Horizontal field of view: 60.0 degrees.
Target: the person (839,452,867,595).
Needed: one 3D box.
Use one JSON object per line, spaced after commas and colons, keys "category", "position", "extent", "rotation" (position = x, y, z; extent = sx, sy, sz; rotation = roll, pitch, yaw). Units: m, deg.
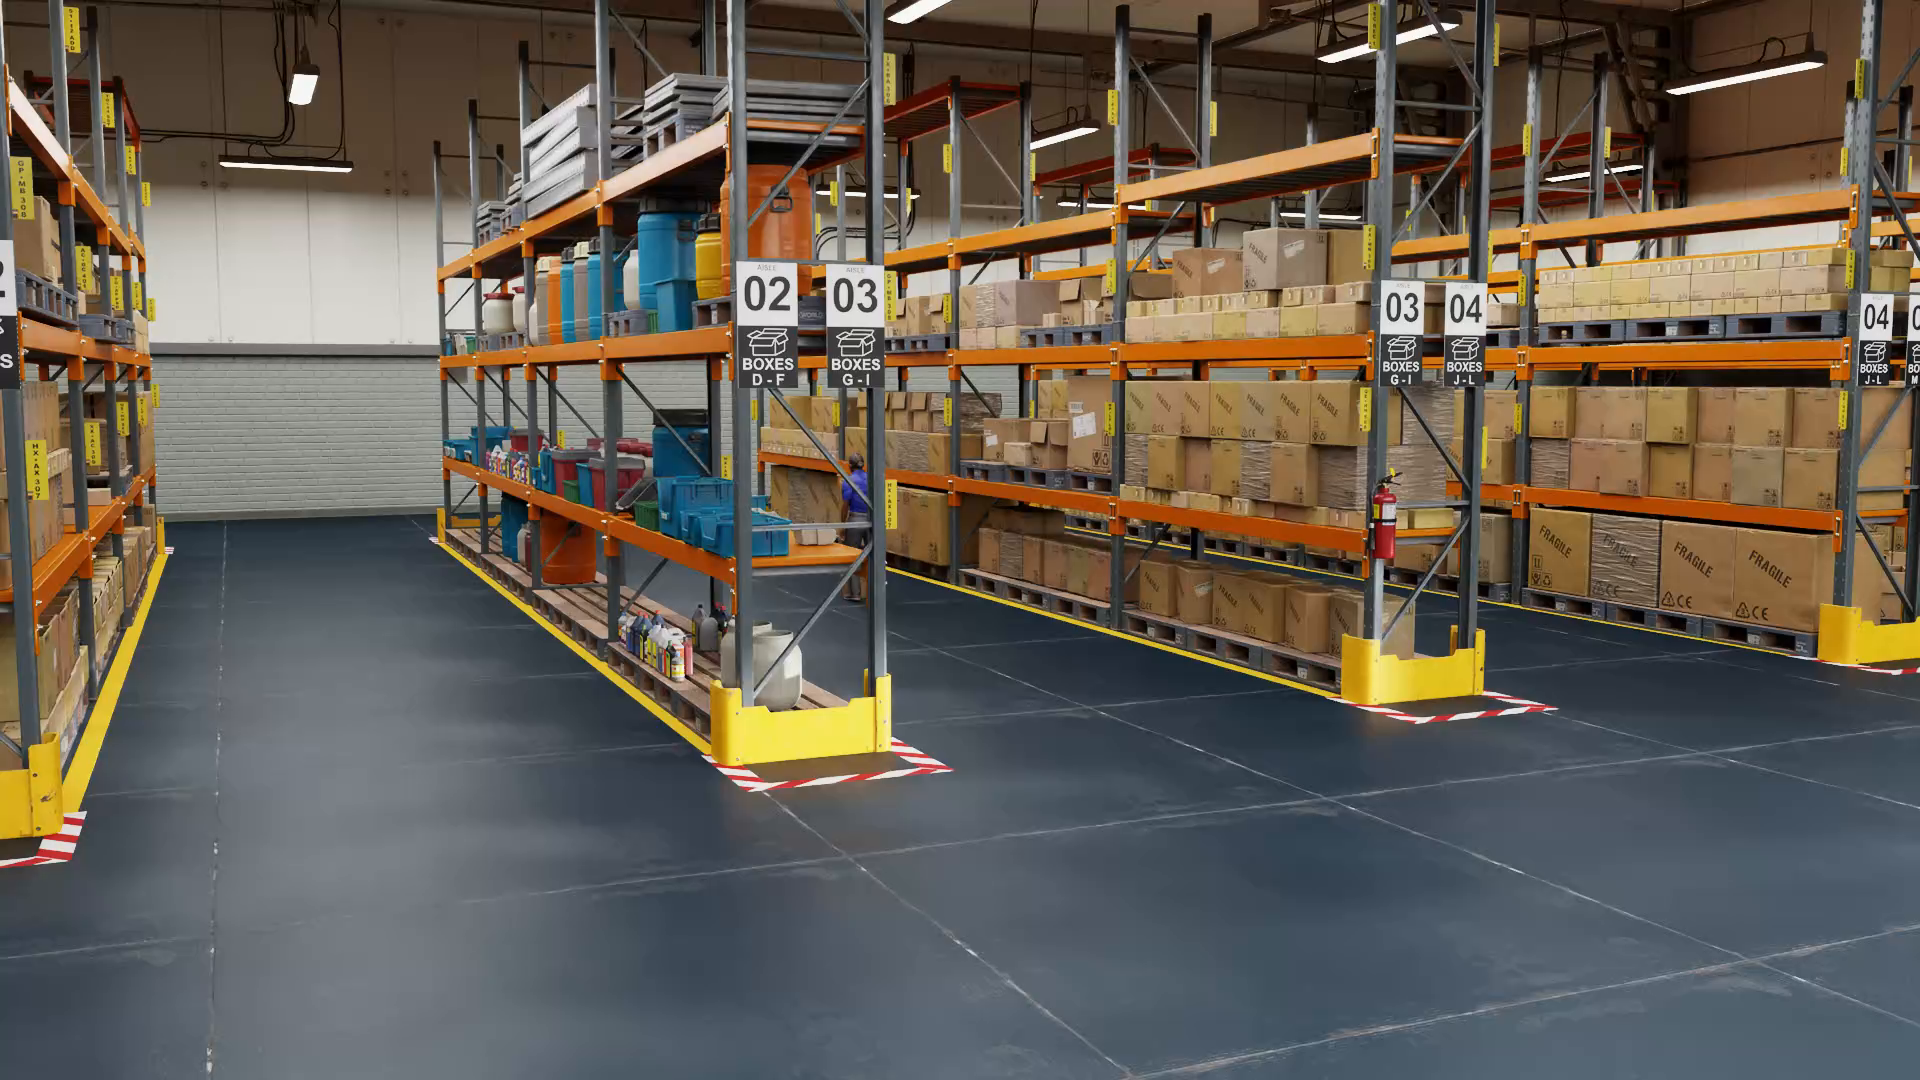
{"category": "person", "position": [-1.115, -0.184, 18.580], "extent": [0.500, 1.584, 0.351], "rotation": [-3, 6, -27]}
